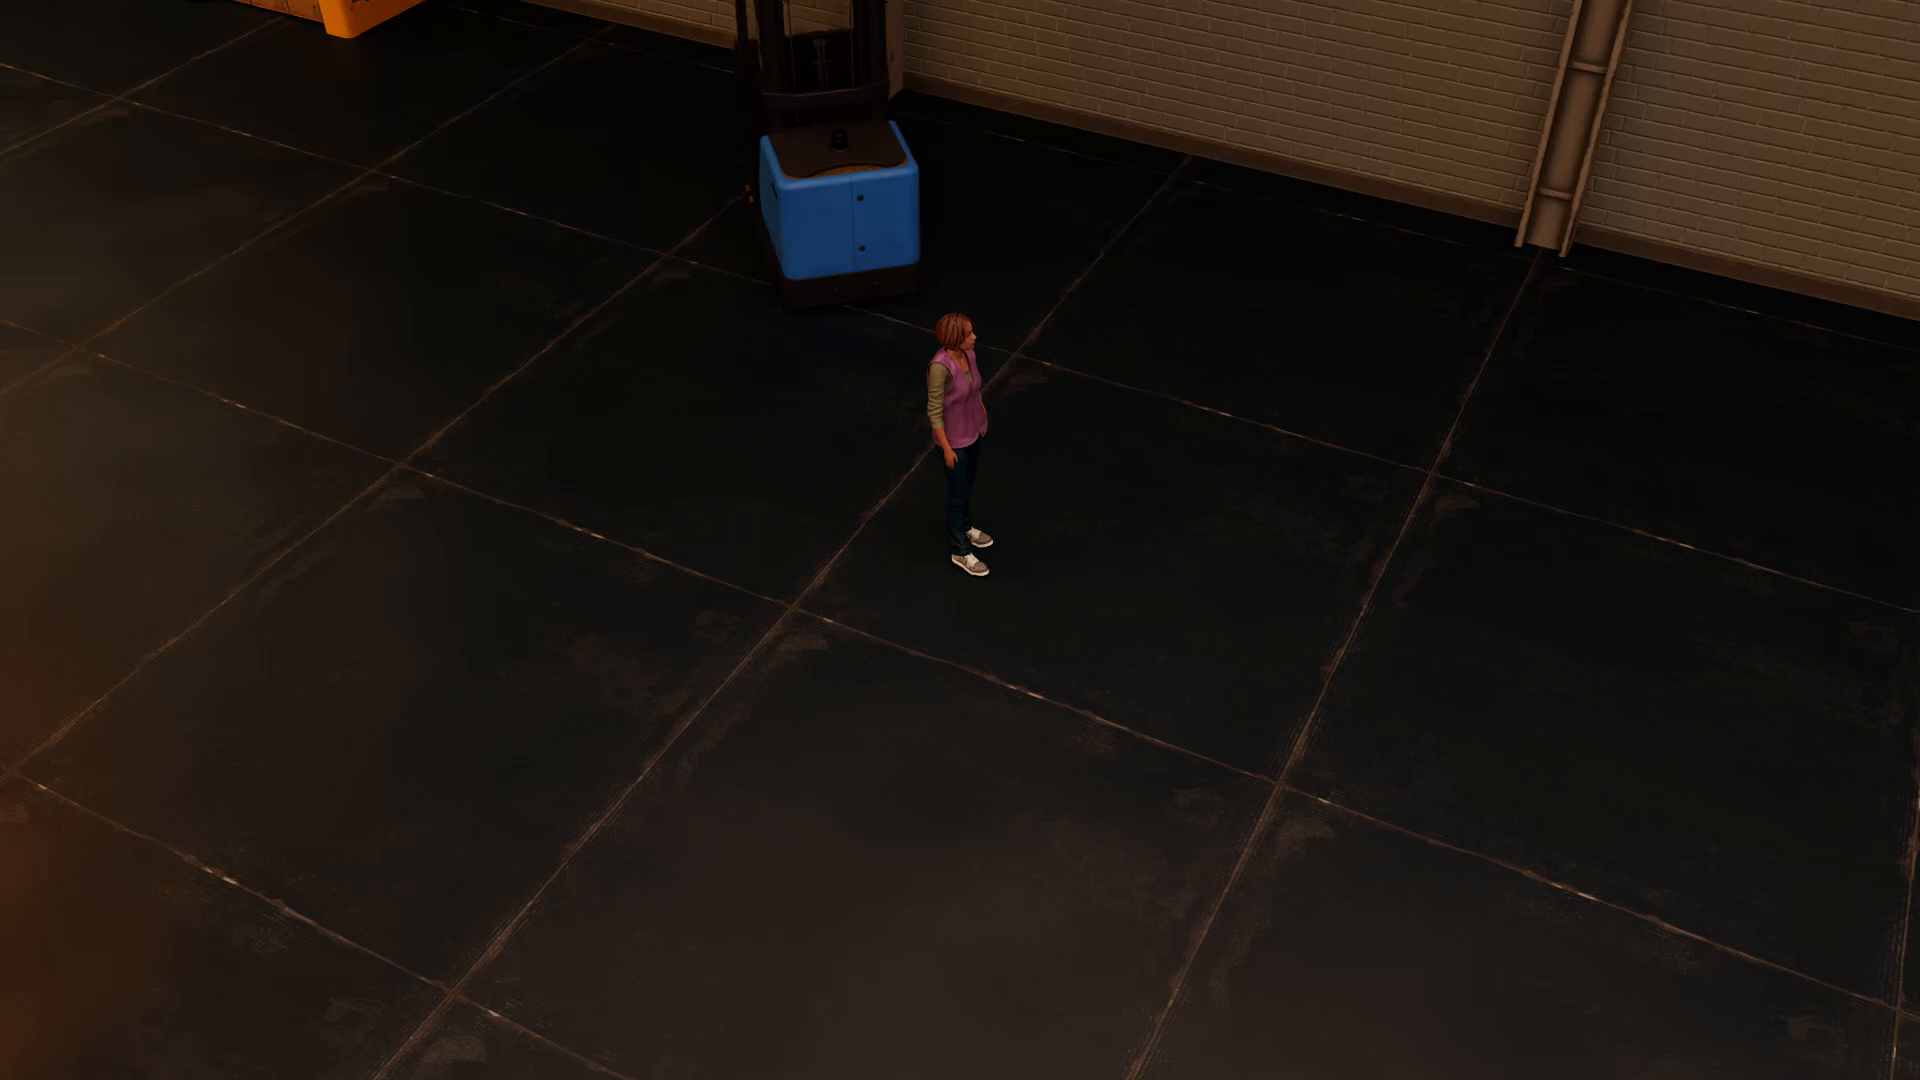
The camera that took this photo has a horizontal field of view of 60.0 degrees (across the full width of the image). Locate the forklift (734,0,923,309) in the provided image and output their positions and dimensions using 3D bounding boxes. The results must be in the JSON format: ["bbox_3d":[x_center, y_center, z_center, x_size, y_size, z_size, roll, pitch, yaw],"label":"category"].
[{"bbox_3d":[-1.148,-3.769,12.462,1.130,2.935,3.031,-10,41,-11],"label":"forklift"}]

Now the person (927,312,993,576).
[{"bbox_3d":[0.060,-0.586,9.707,0.473,1.599,0.520,18,43,21],"label":"person"}]
